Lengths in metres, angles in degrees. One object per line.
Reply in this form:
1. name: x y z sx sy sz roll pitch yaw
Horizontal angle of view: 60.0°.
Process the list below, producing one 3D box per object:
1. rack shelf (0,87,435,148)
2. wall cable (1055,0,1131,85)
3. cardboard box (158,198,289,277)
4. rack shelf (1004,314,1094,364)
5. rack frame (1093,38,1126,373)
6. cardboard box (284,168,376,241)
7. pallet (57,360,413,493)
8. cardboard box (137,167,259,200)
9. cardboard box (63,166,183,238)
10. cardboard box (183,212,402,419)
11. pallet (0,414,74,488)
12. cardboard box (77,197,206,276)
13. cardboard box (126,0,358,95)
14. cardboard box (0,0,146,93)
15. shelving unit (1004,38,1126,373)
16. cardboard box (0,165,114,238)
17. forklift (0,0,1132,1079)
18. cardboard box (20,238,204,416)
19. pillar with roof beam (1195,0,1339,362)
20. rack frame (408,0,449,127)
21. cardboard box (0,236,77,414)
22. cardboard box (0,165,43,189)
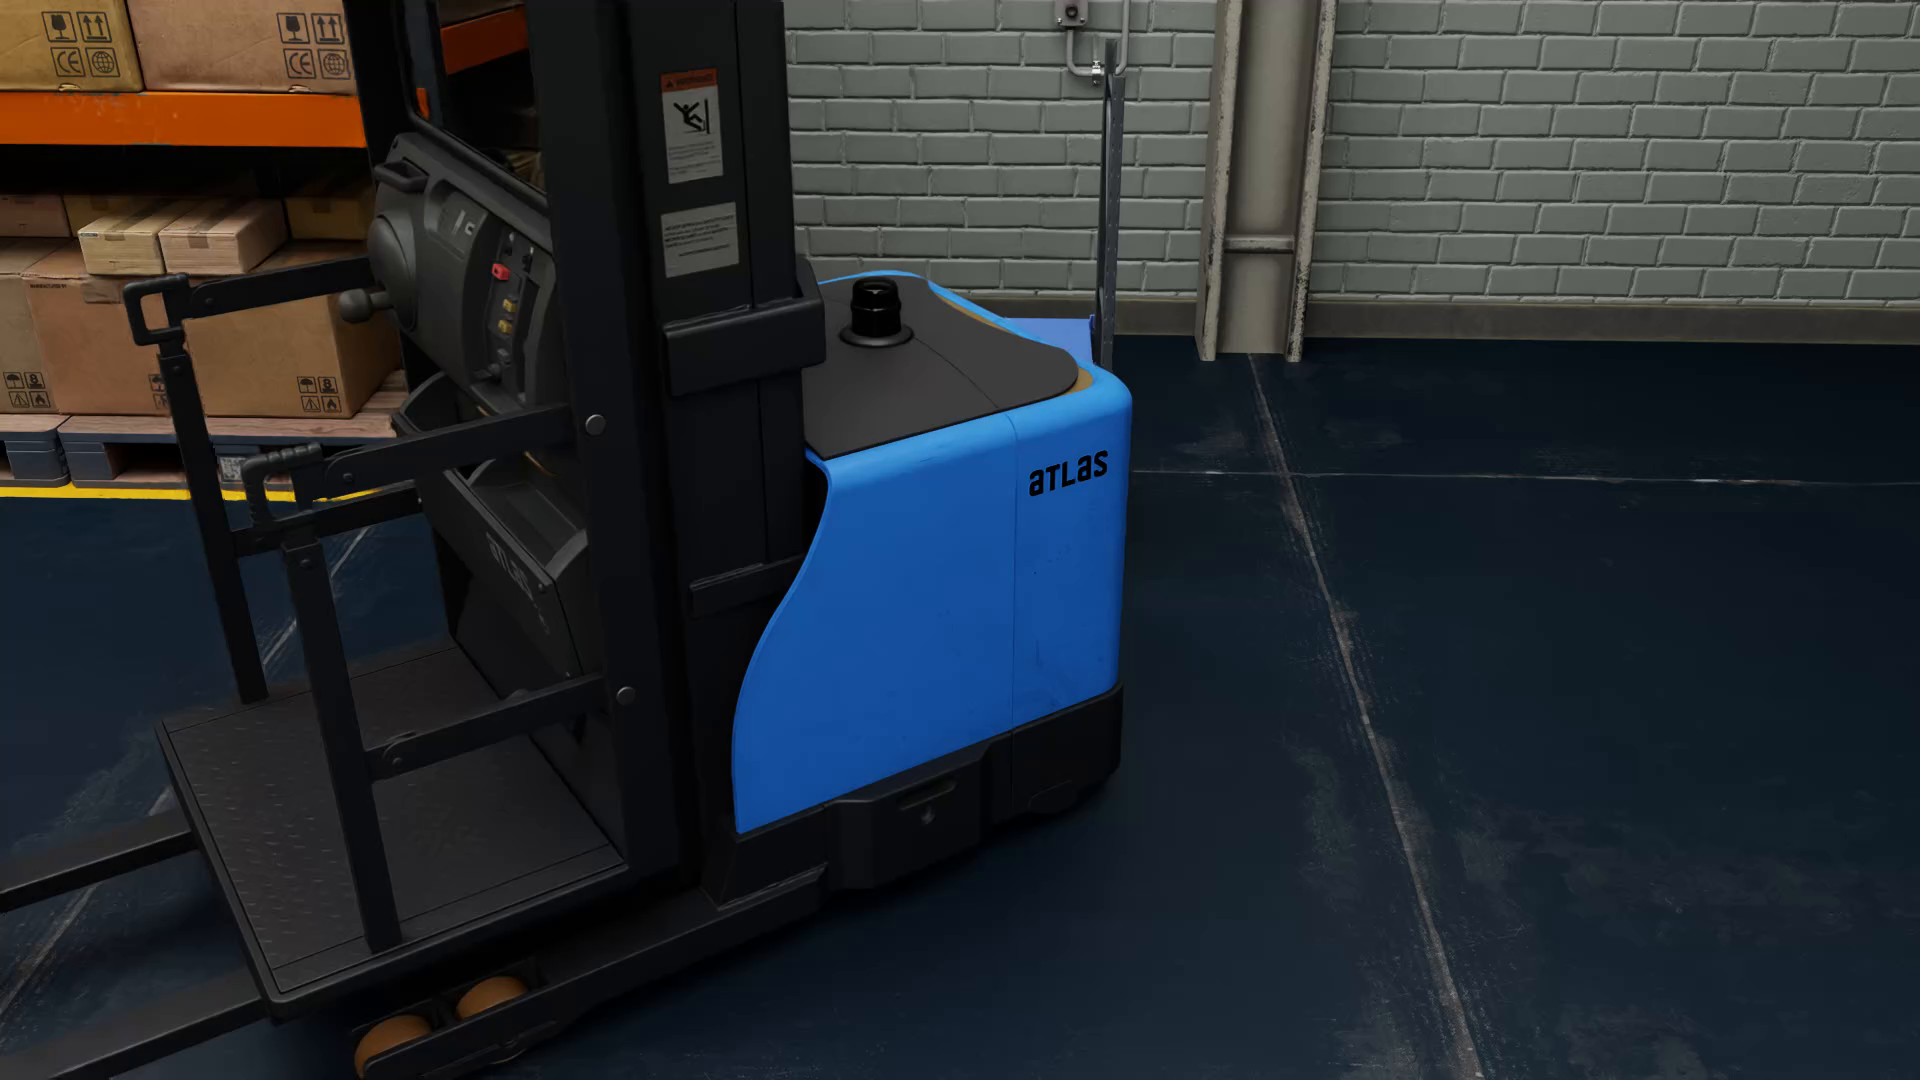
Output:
1. rack shelf: -3.569 -1.461 5.571 4.000 0.370 1.077 1 28 2
2. wall cable: -0.257 -2.616 5.897 1.851 1.984 0.084 1 28 2
3. cardboard box: -2.408 -0.995 5.452 0.250 0.149 0.380 1 28 1
4. rack shelf: -0.085 -0.505 4.986 1.000 0.185 0.538 1 28 2
5. rack frame: 0.423 -0.656 4.886 0.032 1.500 0.500 1 28 2
6. cardboard box: -2.141 -1.169 5.781 0.250 0.149 0.380 1 28 2
7. pallet: -2.372 -0.490 5.949 1.213 0.211 1.003 1 28 2
8. cardboard box: -2.647 -1.177 5.796 0.250 0.149 0.380 1 28 2
9. cardboard box: -2.897 -1.182 5.805 0.250 0.149 0.380 1 28 2
10. cardboard box: -2.273 -0.791 5.761 0.500 0.500 0.700 1 28 2
11. pallet: -3.588 -0.511 5.989 1.213 0.211 1.003 1 28 2
12. cardboard box: -2.663 -0.999 5.459 0.250 0.149 0.380 2 28 3
13. cardboard box: -2.080 -1.882 5.277 0.700 0.700 0.980 2 28 4
14. cardboard box: -2.807 -1.889 5.290 0.700 0.700 0.980 1 28 1
15. shelving unit: -0.085 -0.664 4.901 1.048 1.500 0.538 1 28 2
16. cardboard box: -3.152 -1.186 5.812 0.250 0.149 0.380 1 28 3
17. forklift: -1.117 -0.491 3.048 3.031 2.935 1.130 -17 33 -29
18. cardboard box: -2.773 -0.800 5.776 0.500 0.500 0.700 1 28 2
19. pillar with roof beam: 1.007 -2.741 0.813 0.400 9.000 9.100 1 28 2
20. rack frame: -1.570 -1.745 5.340 0.127 3.000 1.000 1 28 2
21. cardboard box: -3.276 -0.808 5.791 0.500 0.500 0.700 0 28 0
22. cardboard box: -3.408 -1.190 5.819 0.250 0.149 0.380 1 28 2
